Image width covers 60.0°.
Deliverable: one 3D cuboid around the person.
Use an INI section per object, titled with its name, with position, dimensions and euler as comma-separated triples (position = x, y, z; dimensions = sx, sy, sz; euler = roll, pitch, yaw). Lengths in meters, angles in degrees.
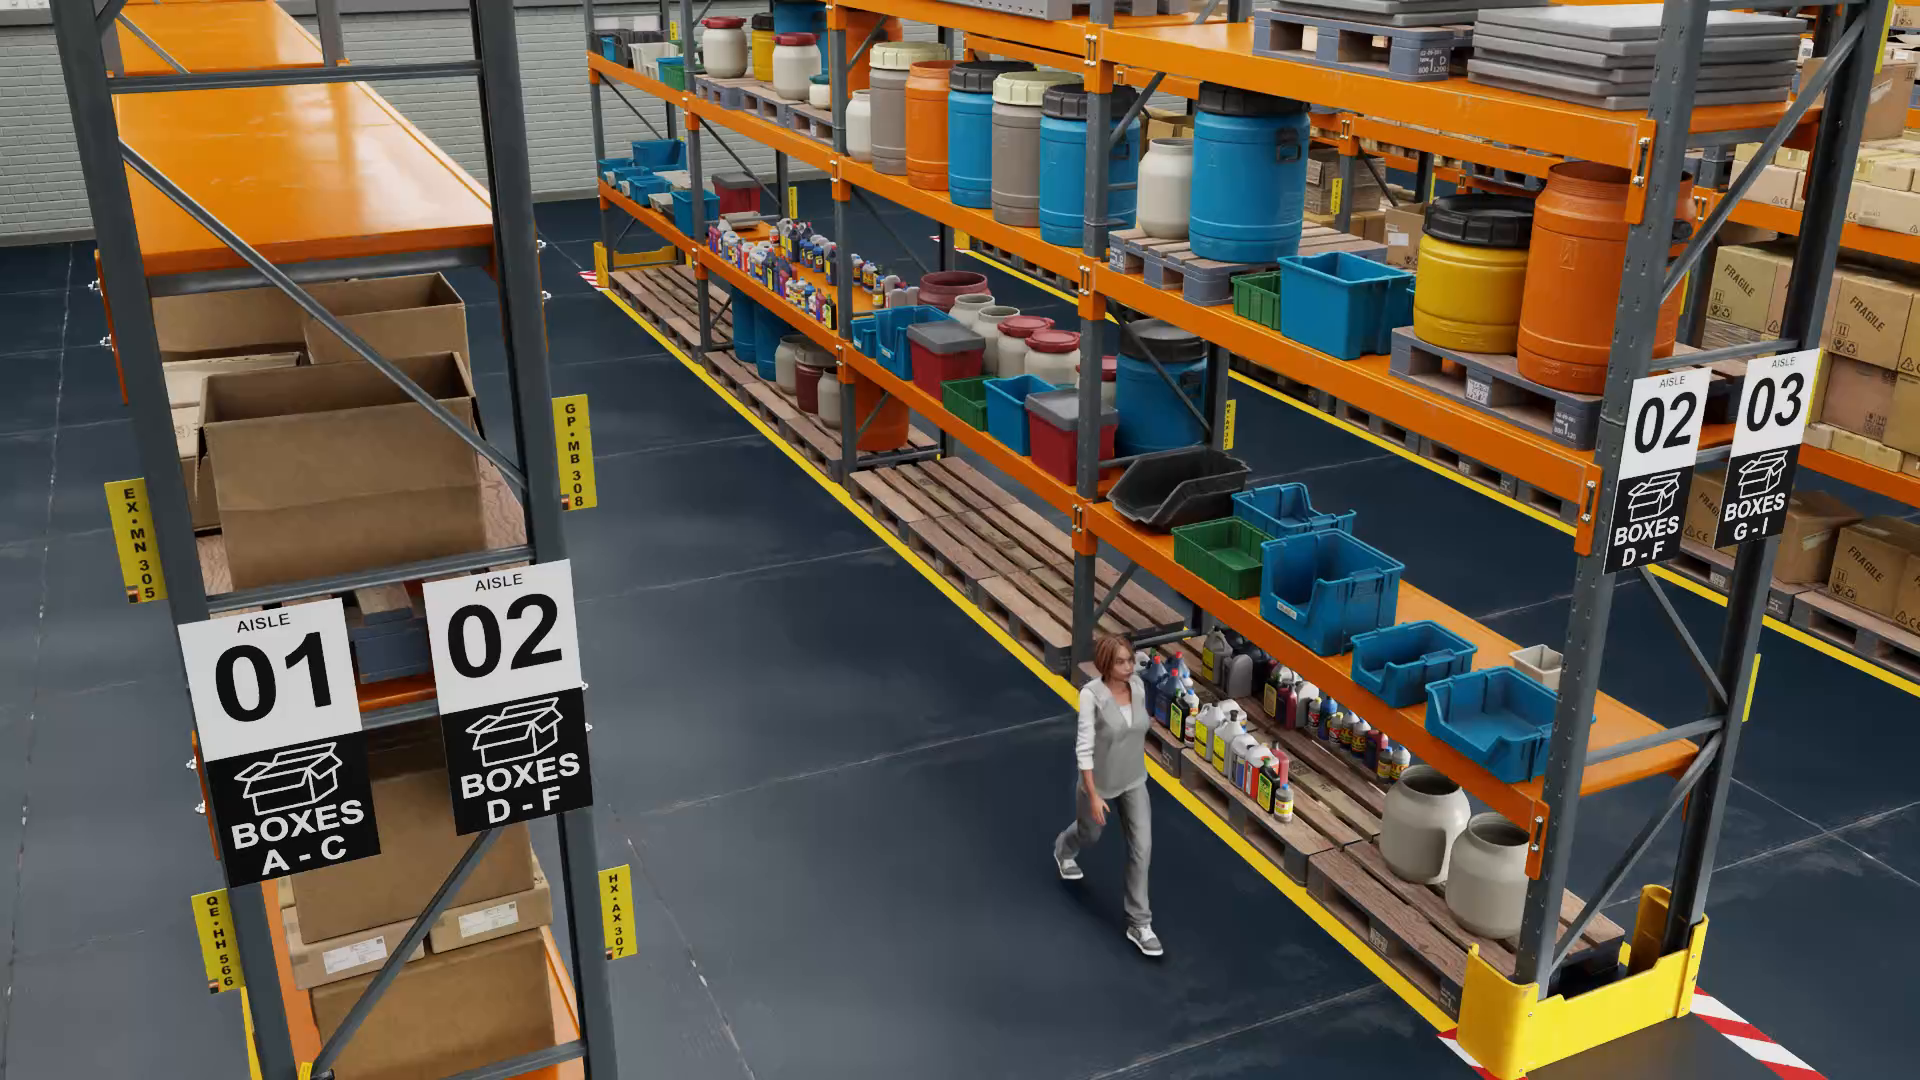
[person]
position = 0.731, 1.175, 8.141
dimensions = 0.412, 1.543, 0.929
euler = -9, 24, -21
